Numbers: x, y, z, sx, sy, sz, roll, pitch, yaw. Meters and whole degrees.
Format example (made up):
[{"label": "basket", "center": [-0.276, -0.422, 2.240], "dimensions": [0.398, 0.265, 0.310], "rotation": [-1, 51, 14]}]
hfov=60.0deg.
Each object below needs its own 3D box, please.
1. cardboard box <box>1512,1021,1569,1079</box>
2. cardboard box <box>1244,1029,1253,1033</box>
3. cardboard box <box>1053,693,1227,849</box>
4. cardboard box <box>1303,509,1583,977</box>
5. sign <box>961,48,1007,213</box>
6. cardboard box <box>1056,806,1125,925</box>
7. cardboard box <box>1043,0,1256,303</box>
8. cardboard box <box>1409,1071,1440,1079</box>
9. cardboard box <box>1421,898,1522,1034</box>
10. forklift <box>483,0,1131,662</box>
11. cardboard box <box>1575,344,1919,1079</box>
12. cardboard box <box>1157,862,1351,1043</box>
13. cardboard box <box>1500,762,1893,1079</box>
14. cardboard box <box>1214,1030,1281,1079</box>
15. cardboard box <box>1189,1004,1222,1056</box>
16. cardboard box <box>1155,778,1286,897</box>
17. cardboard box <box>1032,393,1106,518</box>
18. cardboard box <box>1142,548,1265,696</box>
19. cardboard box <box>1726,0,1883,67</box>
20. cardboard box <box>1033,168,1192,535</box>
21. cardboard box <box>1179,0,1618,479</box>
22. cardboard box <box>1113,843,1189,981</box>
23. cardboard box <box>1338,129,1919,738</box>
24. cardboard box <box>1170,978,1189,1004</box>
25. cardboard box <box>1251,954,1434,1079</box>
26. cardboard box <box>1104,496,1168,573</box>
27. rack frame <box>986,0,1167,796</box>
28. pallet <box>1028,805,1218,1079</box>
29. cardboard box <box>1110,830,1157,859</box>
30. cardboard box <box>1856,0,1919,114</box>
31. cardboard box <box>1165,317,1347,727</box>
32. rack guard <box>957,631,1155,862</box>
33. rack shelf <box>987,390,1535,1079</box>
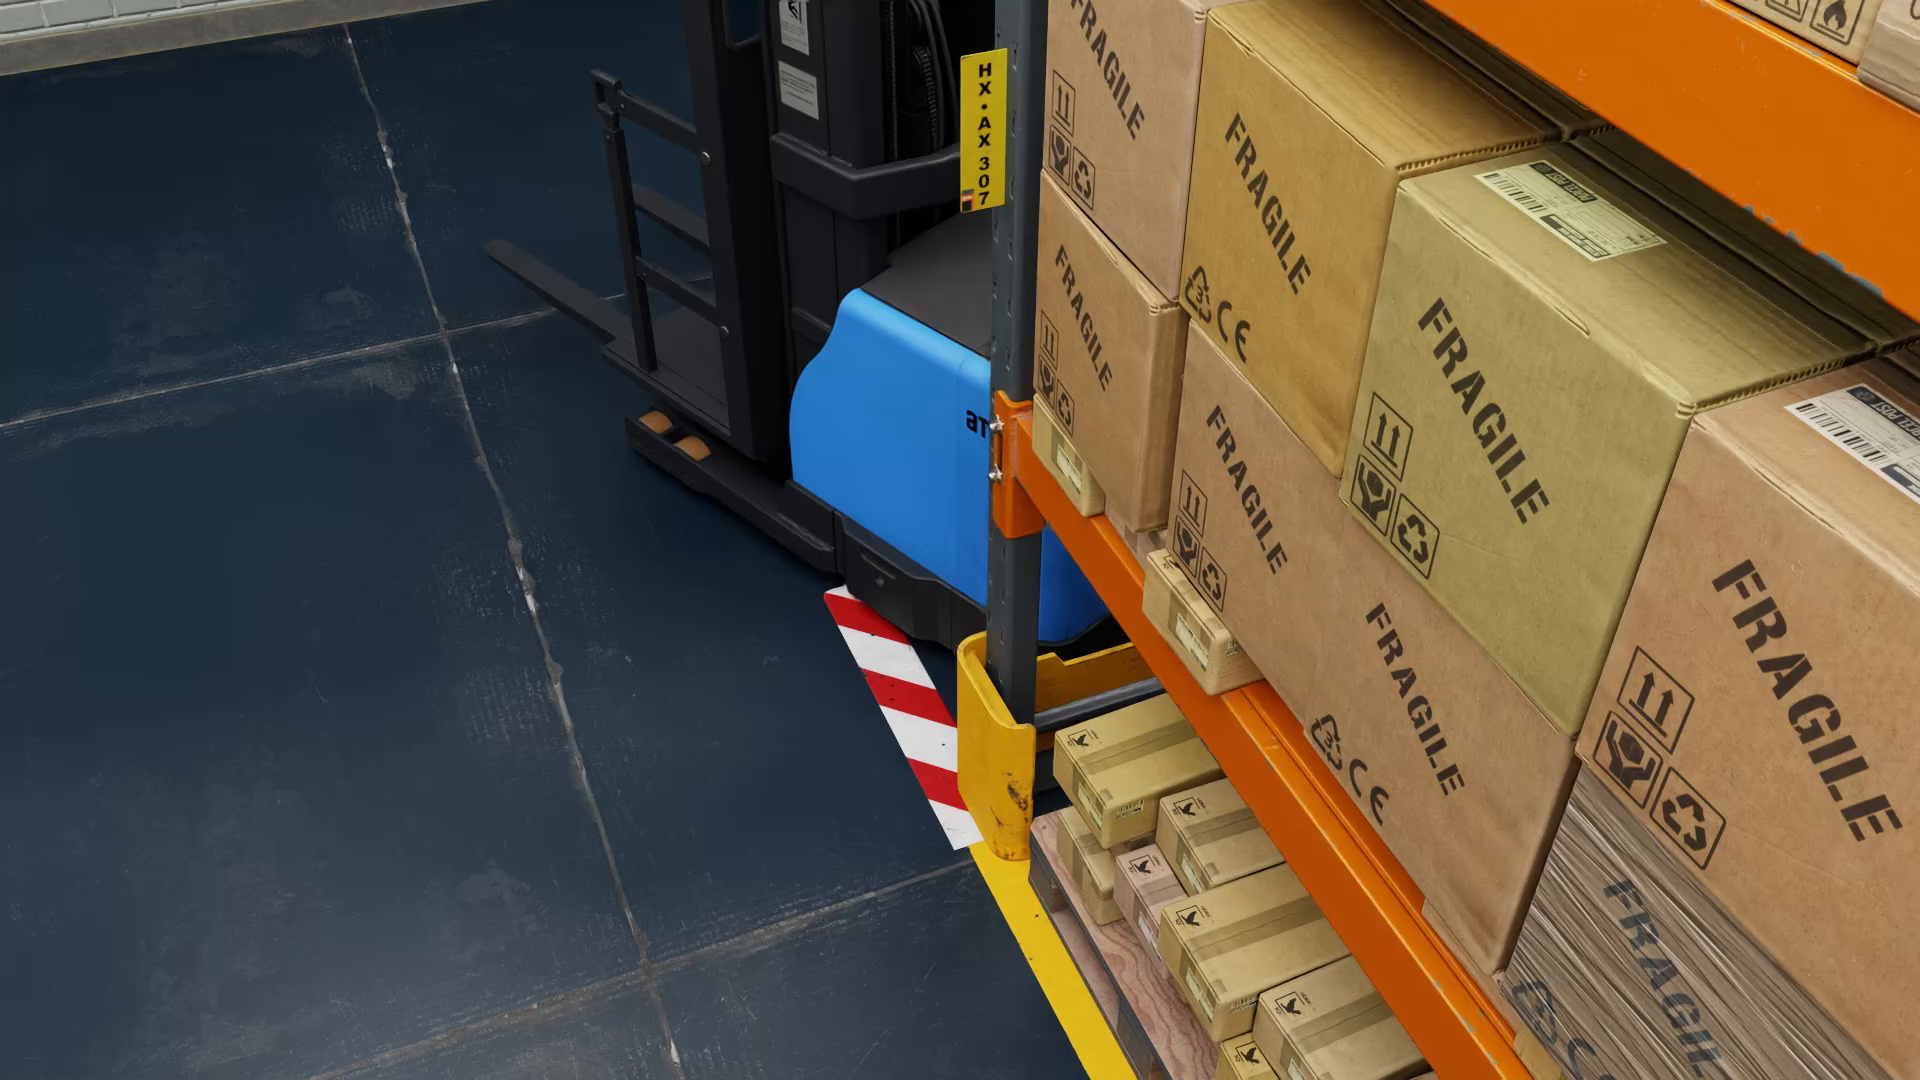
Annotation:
[{"label": "cardboard box", "center": [1.015, 0.709, 2.318], "dimensions": [0.380, 0.149, 0.250], "rotation": [-14, 43, -15]}, {"label": "cardboard box", "center": [0.741, 0.903, 3.536], "dimensions": [0.380, 0.149, 0.250], "rotation": [-15, 43, -16]}, {"label": "cardboard box", "center": [0.436, 0.506, 3.769], "dimensions": [0.380, 0.149, 0.250], "rotation": [-17, 44, -19]}, {"label": "cardboard box", "center": [0.870, 0.213, 2.397], "dimensions": [0.500, 0.500, 0.500], "rotation": [-15, 43, -16]}, {"label": "sign", "center": [0.048, -0.783, 3.196], "dimensions": [0.100, 0.325, 0.005], "rotation": [-15, 43, -17]}, {"label": "cardboard box", "center": [0.454, 0.727, 3.968], "dimensions": [0.380, 0.149, 0.250], "rotation": [-14, 43, -16]}, {"label": "cardboard box", "center": [0.476, -0.783, 2.789], "dimensions": [0.500, 0.500, 0.500], "rotation": [-15, 43, -17]}, {"label": "cardboard box", "center": [0.899, 1.124, 3.050], "dimensions": [0.380, 0.149, 0.250], "rotation": [-14, 43, -15]}, {"label": "cardboard box", "center": [0.935, 0.548, 2.505], "dimensions": [0.380, 0.149, 0.250], "rotation": [-16, 43, -18]}, {"label": "forklift", "center": [-0.464, -1.499, 4.746], "dimensions": [3.031, 2.935, 1.130], "rotation": [33, 50, 32]}, {"label": "cardboard box", "center": [1.052, 0.144, 1.710], "dimensions": [0.500, 0.500, 0.500], "rotation": [-16, 43, -18]}, {"label": "cardboard box", "center": [0.631, 0.826, 3.397], "dimensions": [0.380, 0.149, 0.250], "rotation": [-15, 43, -17]}, {"label": "cardboard box", "center": [1.071, 0.518, 2.042], "dimensions": [0.500, 0.500, 0.500], "rotation": [-16, 43, -18]}, {"label": "cardboard box", "center": [0.739, 1.085, 3.325], "dimensions": [0.380, 0.149, 0.250], "rotation": [-14, 43, -16]}, {"label": "cardboard box", "center": [0.731, 1.012, 3.637], "dimensions": [0.380, 0.149, 0.250], "rotation": [-15, 43, -16]}, {"label": "cardboard box", "center": [0.653, 0.642, 3.610], "dimensions": [0.380, 0.149, 0.250], "rotation": [-14, 43, -16]}, {"label": "cardboard box", "center": [0.371, -0.218, 3.396], "dimensions": [0.380, 0.149, 0.250], "rotation": [-15, 43, -17]}, {"label": "cardboard box", "center": [0.560, 0.100, 3.025], "dimensions": [0.380, 0.149, 0.250], "rotation": [-16, 43, -18]}, {"label": "cardboard box", "center": [0.892, -0.711, 1.591], "dimensions": [0.500, 0.250, 0.500], "rotation": [-16, 43, -18]}, {"label": "cardboard box", "center": [0.466, -0.401, 3.111], "dimensions": [0.500, 0.500, 0.500], "rotation": [-13, 42, -15]}, {"label": "cardboard box", "center": [0.675, -0.481, 2.437], "dimensions": [0.500, 0.500, 0.500], "rotation": [-14, 43, -16]}, {"label": "cardboard box", "center": [0.565, 0.778, 3.682], "dimensions": [0.380, 0.149, 0.250], "rotation": [-15, 43, -17]}, {"label": "cardboard box", "center": [0.853, -0.162, 2.066], "dimensions": [0.500, 0.500, 0.500], "rotation": [-16, 43, -18]}, {"label": "cardboard box", "center": [0.630, 0.864, 3.809], "dimensions": [0.380, 0.149, 0.250], "rotation": [-15, 43, -17]}, {"label": "cardboard box", "center": [0.802, 0.955, 3.247], "dimensions": [0.380, 0.149, 0.250], "rotation": [-17, 44, -19]}, {"label": "cardboard box", "center": [0.506, -0.075, 3.229], "dimensions": [0.380, 0.149, 0.250], "rotation": [-14, 43, -15]}, {"label": "rack frame", "center": [0.549, -0.590, 3.636], "dimensions": [1.000, 3.000, 0.127], "rotation": [-15, 43, -17]}, {"label": "pallet", "center": [0.857, 1.011, 3.912], "dimensions": [1.003, 0.211, 1.213], "rotation": [-15, 43, -17]}, {"label": "cardboard box", "center": [0.513, 0.598, 3.890], "dimensions": [0.380, 0.149, 0.250], "rotation": [-13, 42, -15]}, {"label": "cardboard box", "center": [1.079, -0.397, 1.226], "dimensions": [0.500, 0.250, 0.500], "rotation": [-15, 43, -17]}, {"label": "cardboard box", "center": [0.694, -0.085, 2.744], "dimensions": [0.500, 0.500, 0.500], "rotation": [-15, 43, -17]}, {"label": "rack guard", "center": [0.579, 0.403, 4.397], "dimensions": [1.175, 0.500, 0.348], "rotation": [-15, 43, -17]}, {"label": "rack shelf", "center": [1.315, 0.887, 2.469], "dimensions": [1.077, 0.370, 4.000], "rotation": [-15, 43, -17]}]
